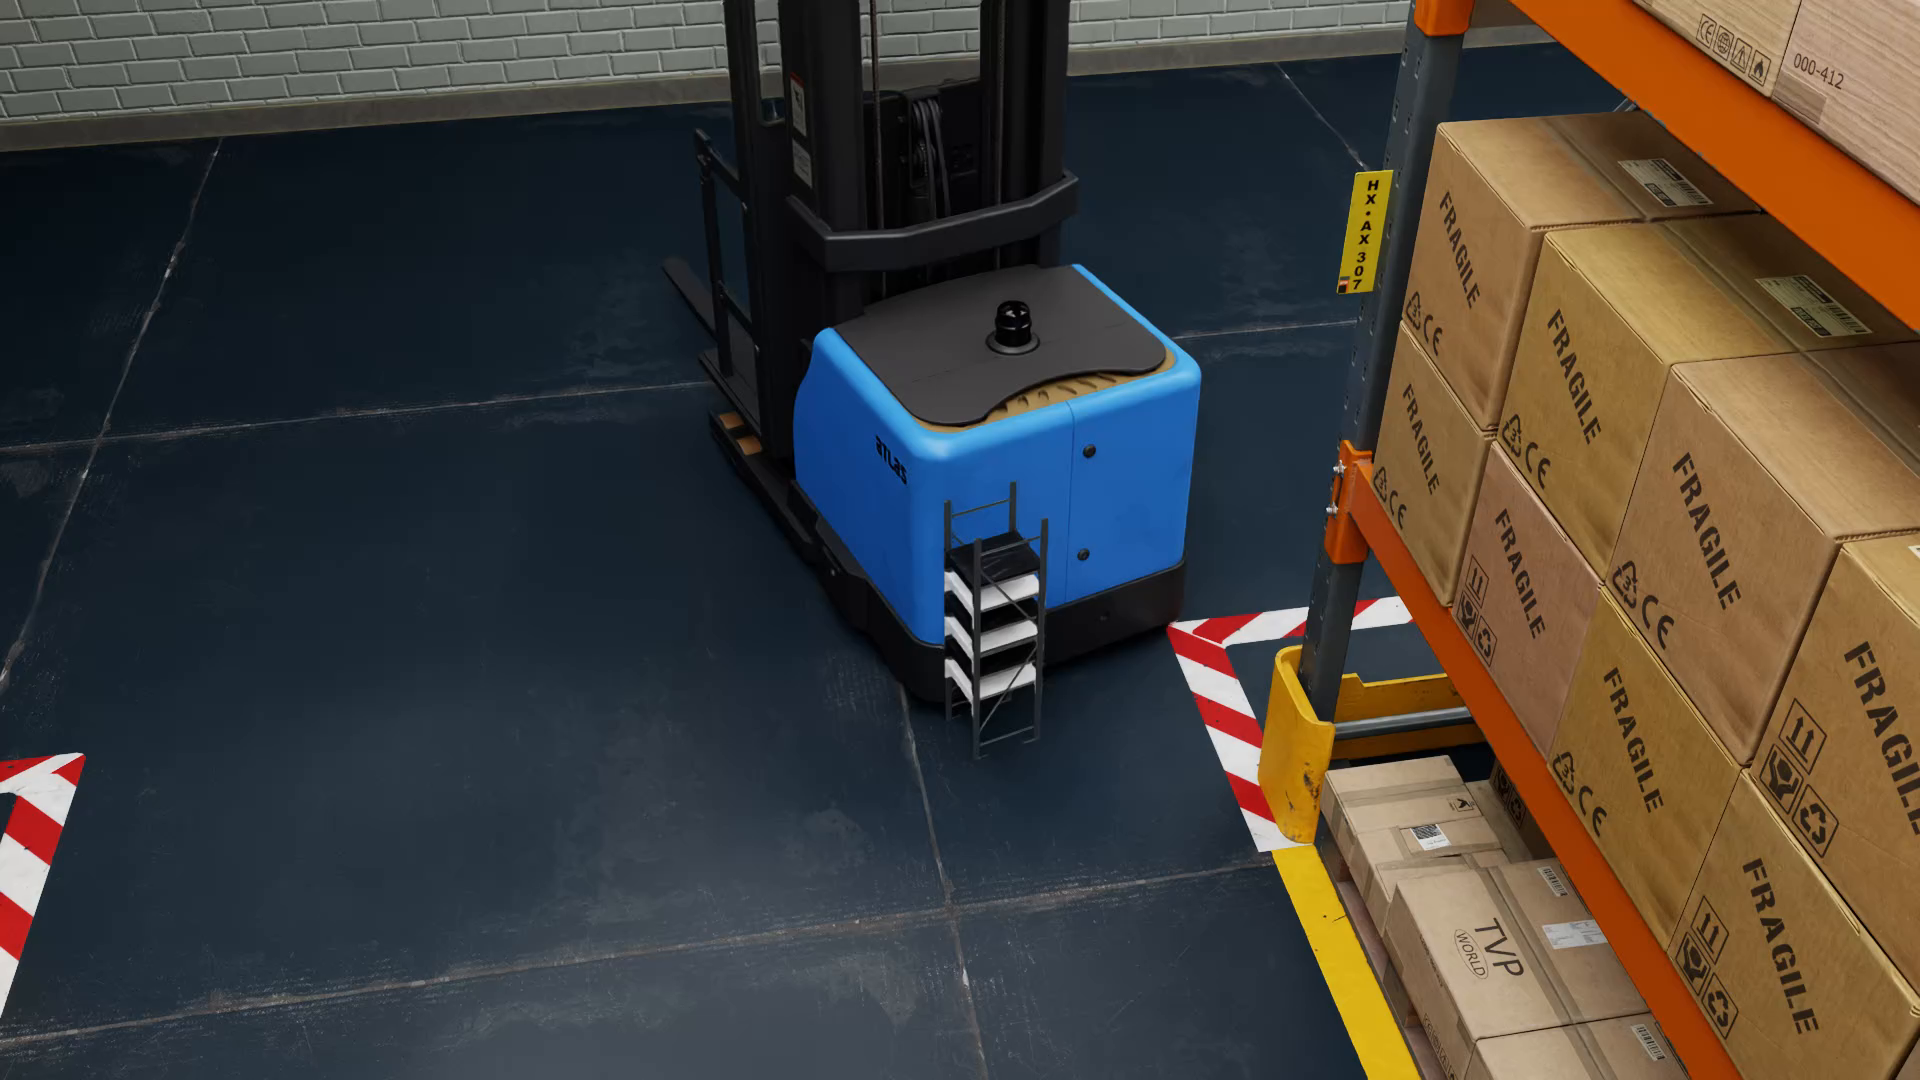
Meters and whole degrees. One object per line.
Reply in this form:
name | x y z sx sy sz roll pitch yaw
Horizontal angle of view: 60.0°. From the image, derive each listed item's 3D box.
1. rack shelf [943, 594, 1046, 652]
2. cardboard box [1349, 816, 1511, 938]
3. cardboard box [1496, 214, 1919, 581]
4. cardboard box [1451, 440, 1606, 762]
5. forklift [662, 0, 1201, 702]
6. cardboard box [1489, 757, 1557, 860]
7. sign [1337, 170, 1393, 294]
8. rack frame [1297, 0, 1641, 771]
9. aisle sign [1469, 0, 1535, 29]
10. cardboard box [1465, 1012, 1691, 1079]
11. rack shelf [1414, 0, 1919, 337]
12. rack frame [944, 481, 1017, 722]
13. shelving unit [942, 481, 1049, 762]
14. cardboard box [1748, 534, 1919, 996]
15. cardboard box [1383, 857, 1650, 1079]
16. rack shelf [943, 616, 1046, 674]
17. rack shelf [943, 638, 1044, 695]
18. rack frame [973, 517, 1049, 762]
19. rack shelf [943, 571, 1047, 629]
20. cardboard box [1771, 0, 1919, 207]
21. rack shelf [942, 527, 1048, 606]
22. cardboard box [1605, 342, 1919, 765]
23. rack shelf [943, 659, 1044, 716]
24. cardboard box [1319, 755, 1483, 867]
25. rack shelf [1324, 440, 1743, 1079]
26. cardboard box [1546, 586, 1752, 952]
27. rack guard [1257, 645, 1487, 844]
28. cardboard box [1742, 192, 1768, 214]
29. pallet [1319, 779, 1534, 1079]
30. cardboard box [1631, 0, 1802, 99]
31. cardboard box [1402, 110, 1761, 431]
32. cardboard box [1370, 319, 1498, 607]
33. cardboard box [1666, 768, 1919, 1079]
rack shelf | 0.106 0.221 5.139 0.258 0.077 0.200 -16 41 -20
cardboard box | 1.305 0.920 4.572 0.380 0.166 0.250 -6 38 -8
cardboard box | 1.443 -0.289 3.281 0.500 0.500 0.500 -6 38 -7
cardboard box | 1.440 0.102 3.592 0.500 0.500 0.500 -7 38 -8
forklift | -0.350 -1.518 5.815 1.130 2.935 3.031 -18 41 -21
cardboard box | 1.863 0.649 4.648 0.500 0.500 0.500 -6 38 -8
sign | 0.991 -0.749 4.064 0.100 0.325 0.005 -6 38 -8
rack frame | 1.526 -0.466 4.405 1.000 3.000 0.127 -6 38 -8
aisle sign | 1.225 -1.502 3.620 0.394 0.787 0.004 -6 38 -8
cardboard box | 1.517 1.409 3.874 0.500 0.250 0.500 -6 38 -8
rack shelf | 1.876 -0.158 2.150 1.077 0.370 4.000 -6 38 -8
rack frame | 0.062 0.210 5.246 0.240 0.900 0.006 -16 41 -20
shelving unit | 0.106 0.266 5.174 0.258 0.900 0.210 -16 41 -20
cardboard box | 1.616 0.320 2.496 0.500 0.500 0.500 -7 38 -8
cardboard box | 1.429 1.107 4.263 0.500 0.250 0.500 -6 38 -8
rack shelf | 0.106 0.293 5.194 0.258 0.077 0.200 -16 41 -20
rack shelf | 0.106 0.364 5.249 0.258 0.077 0.200 -16 41 -20
rack frame | 0.150 0.322 5.101 0.240 0.900 0.006 -16 41 -20
rack shelf | 0.106 0.150 5.084 0.258 0.077 0.200 -16 41 -20
cardboard box | 1.530 -0.648 2.317 0.500 0.250 0.500 -6 38 -8
rack shelf | 0.106 0.079 5.029 0.258 0.077 0.200 -16 41 -20
cardboard box | 1.526 0.014 2.891 0.500 0.500 0.500 -6 38 -7
rack shelf | 0.106 0.435 5.305 0.258 0.077 0.200 -16 41 -20
cardboard box | 1.261 0.776 4.771 0.380 0.149 0.250 -6 38 -8
rack shelf | 1.876 1.026 3.071 1.077 0.370 4.000 -6 38 -8
cardboard box | 1.525 0.405 3.202 0.500 0.500 0.500 -6 38 -8
rack guard | 1.539 0.567 5.113 1.175 0.500 0.348 -6 38 -8
cardboard box | 1.874 -0.661 3.759 0.500 0.500 0.500 -7 38 -8
pallet | 1.680 1.163 4.582 1.003 0.211 1.213 -6 38 -8
cardboard box | 1.440 -0.950 2.705 0.500 0.250 0.500 -6 38 -8
cardboard box | 1.344 -0.604 3.686 0.500 0.500 0.500 -5 38 -7
cardboard box | 1.344 -0.209 3.993 0.500 0.500 0.500 -5 38 -7
cardboard box | 1.611 0.708 2.813 0.500 0.500 0.500 -6 38 -7
